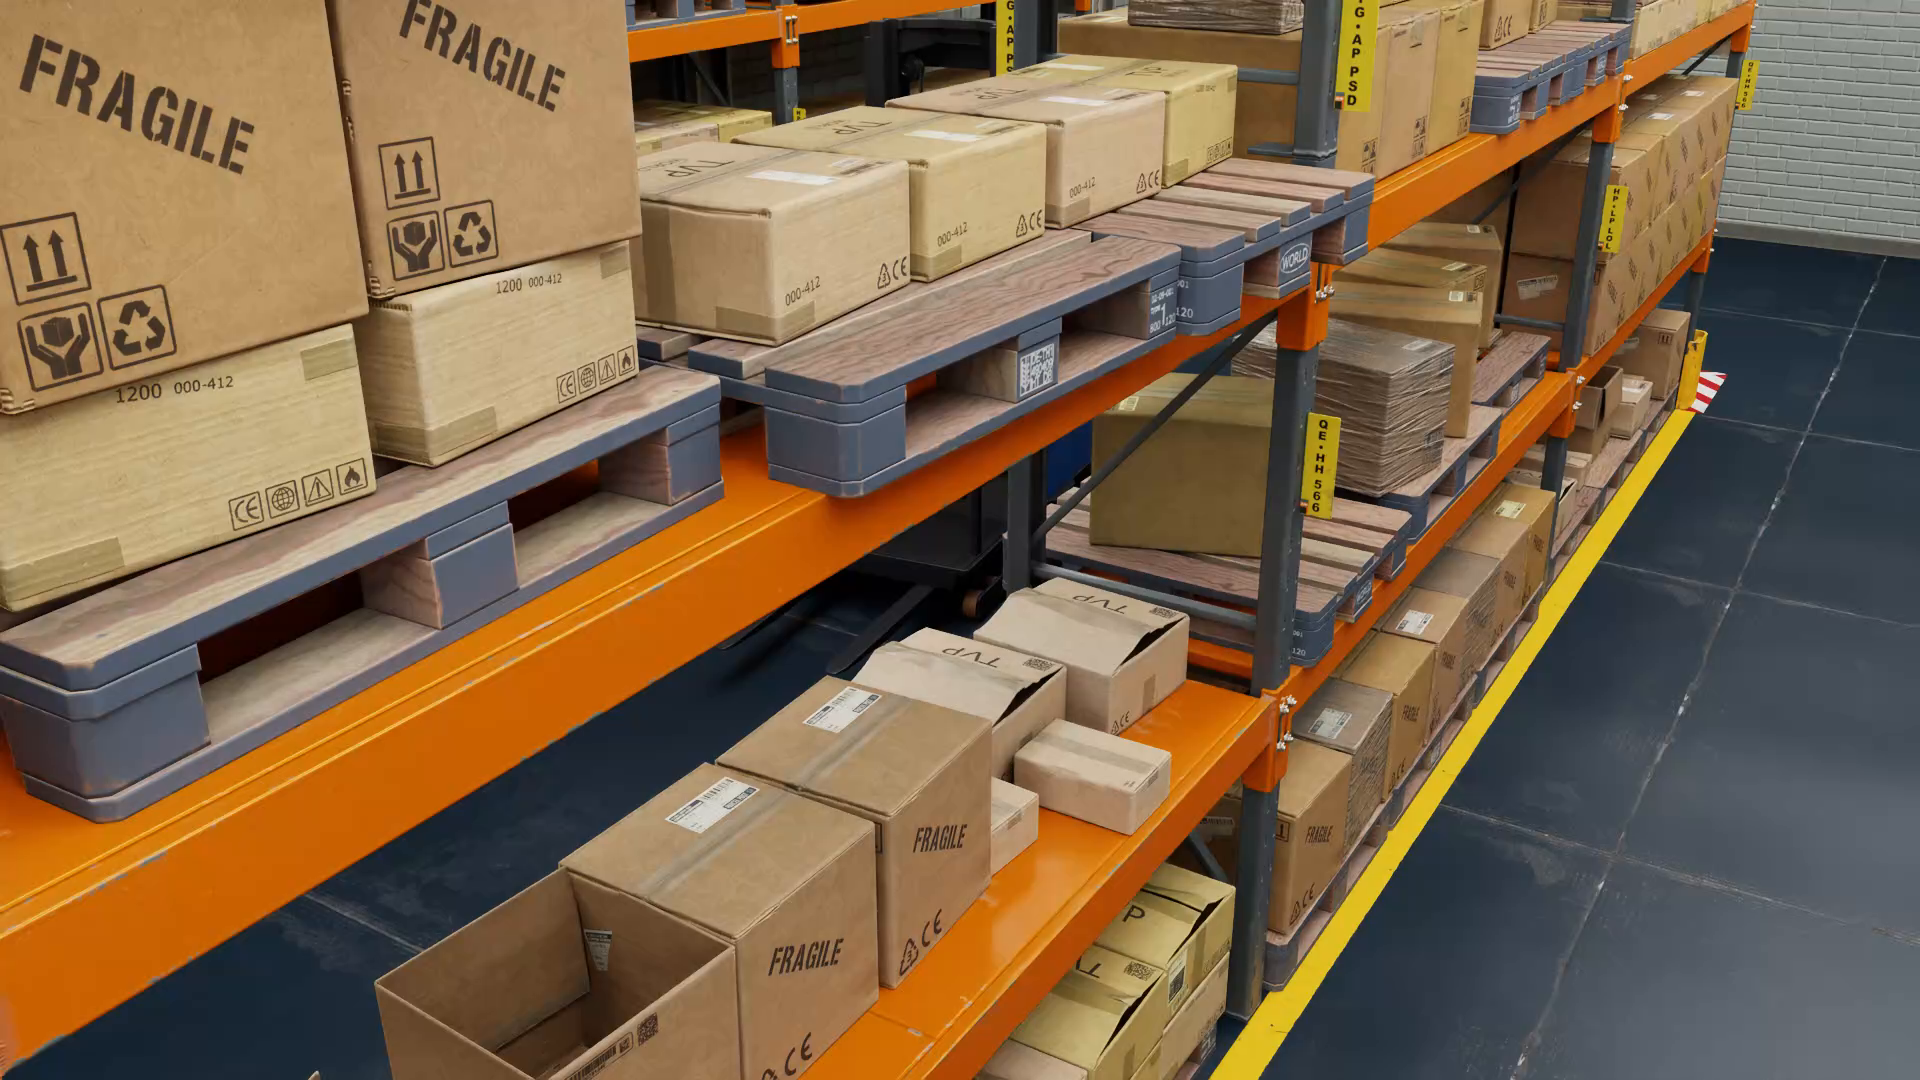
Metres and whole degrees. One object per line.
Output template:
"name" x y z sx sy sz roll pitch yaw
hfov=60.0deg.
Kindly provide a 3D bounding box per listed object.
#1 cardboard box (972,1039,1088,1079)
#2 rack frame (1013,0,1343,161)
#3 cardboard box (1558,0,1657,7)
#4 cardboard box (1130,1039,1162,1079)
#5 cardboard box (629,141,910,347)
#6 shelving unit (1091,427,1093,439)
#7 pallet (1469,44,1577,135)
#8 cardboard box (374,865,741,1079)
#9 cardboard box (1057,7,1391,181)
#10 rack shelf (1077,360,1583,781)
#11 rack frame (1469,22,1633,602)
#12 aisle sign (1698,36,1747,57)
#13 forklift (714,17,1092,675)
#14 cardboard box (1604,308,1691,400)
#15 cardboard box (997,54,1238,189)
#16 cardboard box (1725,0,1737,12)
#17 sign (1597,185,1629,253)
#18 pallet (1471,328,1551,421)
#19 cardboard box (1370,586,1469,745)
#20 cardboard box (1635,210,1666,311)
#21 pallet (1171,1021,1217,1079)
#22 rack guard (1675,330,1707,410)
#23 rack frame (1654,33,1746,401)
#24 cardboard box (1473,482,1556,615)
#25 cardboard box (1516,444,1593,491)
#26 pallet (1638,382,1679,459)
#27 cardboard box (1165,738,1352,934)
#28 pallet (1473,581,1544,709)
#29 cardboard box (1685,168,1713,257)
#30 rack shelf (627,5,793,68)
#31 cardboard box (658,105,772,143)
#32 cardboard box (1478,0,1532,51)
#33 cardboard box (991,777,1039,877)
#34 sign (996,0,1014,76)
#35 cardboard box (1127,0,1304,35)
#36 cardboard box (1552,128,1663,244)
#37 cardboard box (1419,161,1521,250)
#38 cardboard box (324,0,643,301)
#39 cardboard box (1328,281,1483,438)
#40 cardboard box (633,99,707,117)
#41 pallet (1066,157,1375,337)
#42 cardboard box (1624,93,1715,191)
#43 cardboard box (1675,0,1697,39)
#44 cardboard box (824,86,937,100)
"cardboard box" 0.012 1.581 4.550 0.500 0.311 0.500 14 27 29
"rack frame" 0.616 -2.559 4.335 1.000 3.000 0.127 14 27 29
"cardboard box" 3.193 -2.805 8.238 0.500 0.250 0.500 14 27 29
"cardboard box" 0.277 1.666 5.057 0.500 0.250 0.500 14 27 28
"cardboard box" -0.434 -0.589 3.219 0.500 0.250 0.500 11 26 25
"shelving unit" 0.535 -1.052 10.764 0.538 1.125 1.048 10 25 22
"pallet" 1.778 -1.890 6.802 1.213 0.211 1.003 14 27 29
"cardboard box" -0.797 1.064 3.390 0.500 0.500 0.500 16 28 33
"cardboard box" 0.817 -1.383 5.267 0.910 0.500 0.500 14 27 29
"rack shelf" 1.671 -0.151 7.229 1.077 0.370 4.000 14 27 29
"rack frame" 2.726 -1.156 8.645 1.000 3.000 0.127 14 27 29
"aisle sign" 5.132 -3.658 11.152 0.394 0.787 0.004 14 27 29
"forklift" -0.258 -1.118 8.644 1.130 2.935 3.031 10 25 22
"cardboard box" 4.758 -1.326 11.630 0.500 0.500 0.500 14 27 29
"cardboard box" 0.424 -1.142 4.496 0.500 0.250 0.500 12 26 25
"cardboard box" 4.516 -3.419 10.285 0.500 0.250 0.500 14 27 29
"sign" 3.199 -1.572 8.149 0.100 0.325 0.005 14 27 29
"pallet" 2.212 -0.821 8.113 1.003 0.211 1.213 14 27 29
"cardboard box" 1.910 0.522 7.361 0.500 0.500 0.500 13 27 27
"cardboard box" 3.759 -1.659 9.680 0.500 0.500 0.500 14 27 29
"pallet" 0.148 1.743 5.457 1.003 0.211 1.213 14 27 29
"rack guard" 4.796 -1.333 12.201 1.175 0.500 0.348 14 27 29
"rack frame" 4.836 -2.506 11.764 1.000 3.000 0.127 14 27 29
"cardboard box" 2.709 0.016 8.531 0.500 0.500 0.500 14 27 29
"cardboard box" 3.579 -0.448 10.022 0.380 0.166 0.250 14 27 29
"pallet" 4.376 -0.931 11.636 1.003 0.211 1.213 14 27 29
"cardboard box" 1.099 1.045 6.152 0.500 0.500 0.500 15 28 31
"pallet" 2.329 0.406 8.546 1.003 0.211 1.213 14 27 29
"cardboard box" 4.560 -2.168 10.857 0.500 0.500 0.500 14 27 29
"rack shelf" -2.540 -2.564 9.028 1.077 0.370 4.000 14 27 29
"cardboard box" -1.514 -2.517 10.320 0.500 0.250 0.500 15 27 30
"cardboard box" 2.064 -2.432 7.037 0.600 0.600 0.600 14 27 28
"cardboard box" -0.009 0.751 4.555 0.380 0.149 0.250 16 28 33
"sign" 0.156 -1.534 5.092 0.100 0.325 0.005 14 27 29
"cardboard box" 0.851 -1.833 5.049 0.500 0.500 0.500 14 27 29
"cardboard box" 3.485 -1.935 9.060 0.500 0.500 0.500 13 27 27
"cardboard box" 2.773 -1.886 8.946 0.500 0.500 0.500 14 27 29
"cardboard box" -0.855 -0.698 2.526 0.500 0.500 0.500 17 29 34
"cardboard box" 1.846 -0.786 7.134 0.700 0.500 0.500 7 24 16
"cardboard box" -1.949 -2.628 10.576 0.500 0.250 0.500 15 27 31
"pallet" 0.334 -0.848 4.396 1.213 0.211 1.003 15 28 31
"cardboard box" 4.299 -2.456 10.264 0.500 0.500 0.500 15 27 30
"cardboard box" 3.725 -2.912 9.115 0.500 0.250 0.500 14 27 29
"cardboard box" -0.419 -3.003 12.534 0.980 0.700 0.700 12 26 26
